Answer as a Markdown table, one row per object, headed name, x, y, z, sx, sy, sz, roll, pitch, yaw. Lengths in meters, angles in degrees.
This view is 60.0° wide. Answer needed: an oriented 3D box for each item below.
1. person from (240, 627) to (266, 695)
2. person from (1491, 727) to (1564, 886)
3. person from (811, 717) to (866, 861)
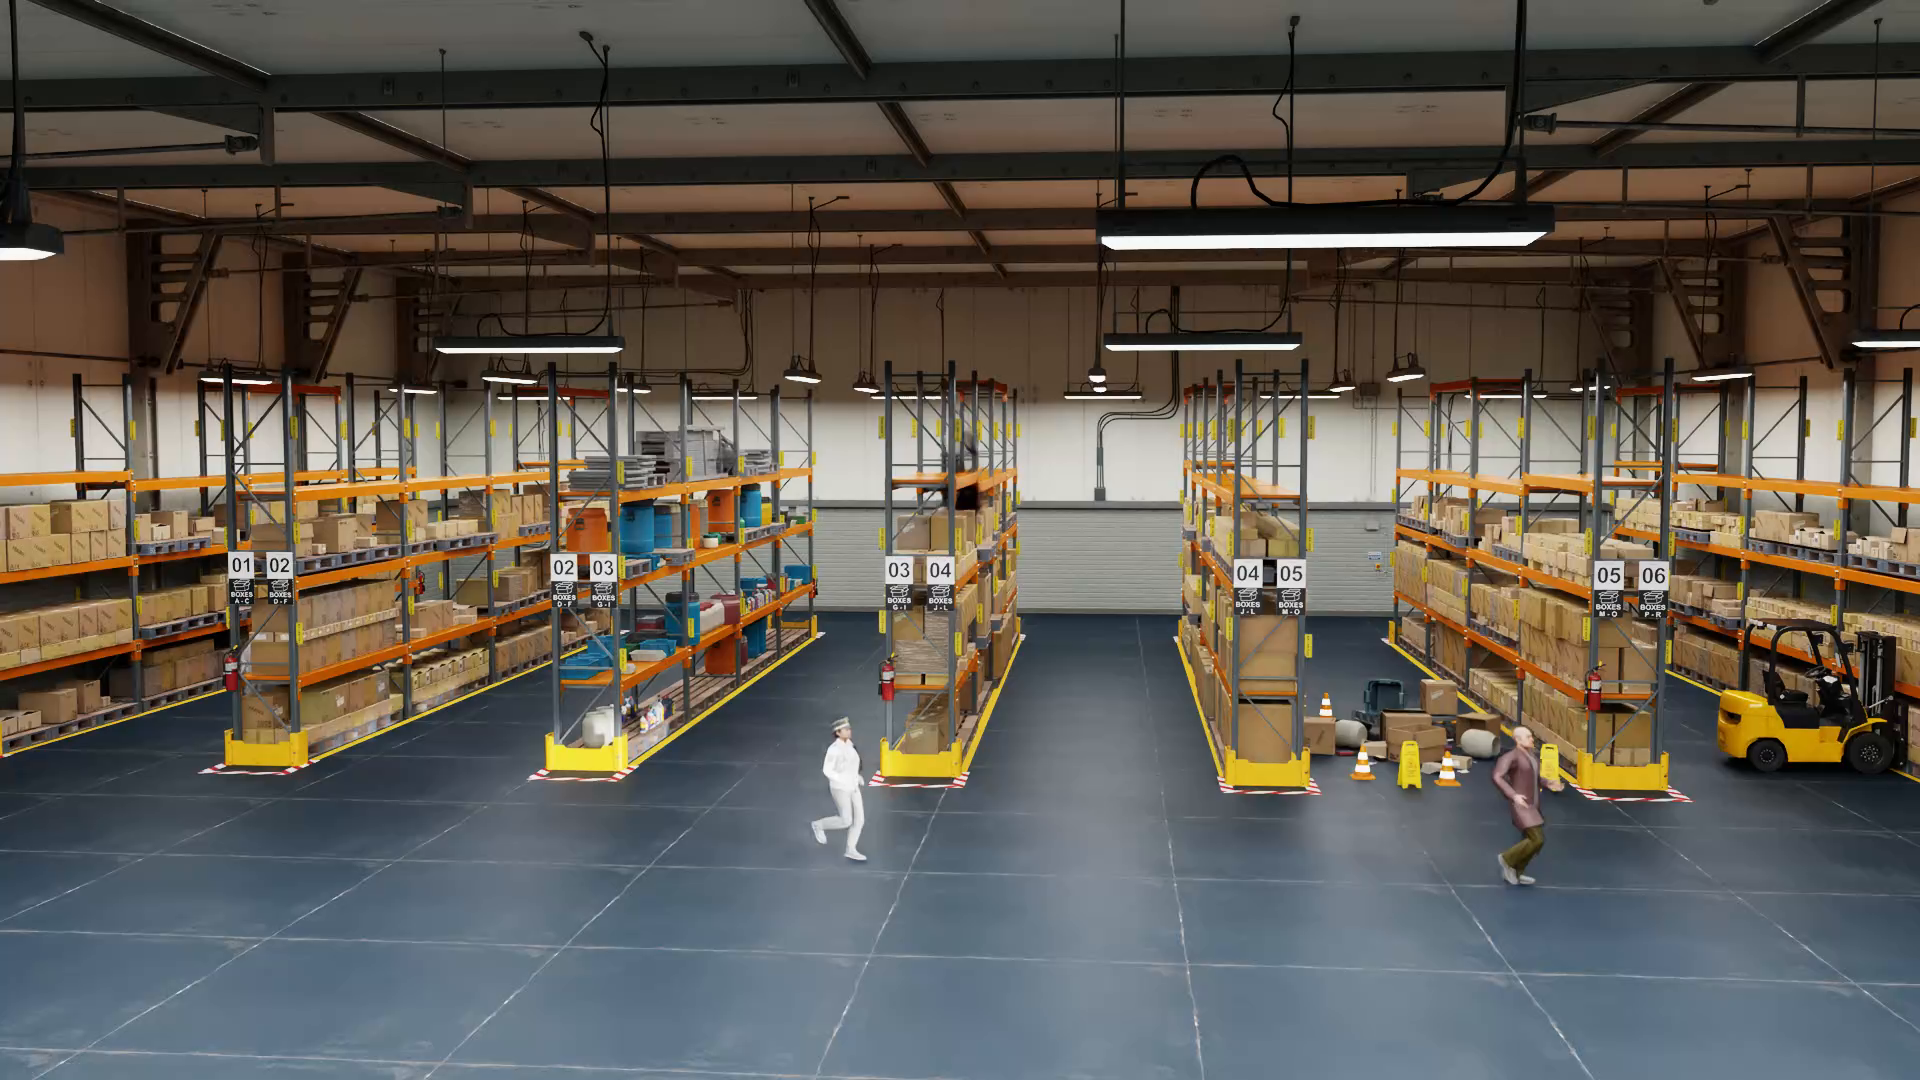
| name | x | y | z | sx | sy | sz | roll | pitch | yaw |
| --- | --- | --- | --- | --- | --- | --- | --- | --- | --- |
| person | -12.154 | 2.297 | 28.683 | 0.603 | 1.643 | 0.575 | 0 | 4 | -6 |
| person | 6.238 | 2.925 | 18.208 | 0.634 | 1.737 | 0.696 | 3 | 5 | 43 |
| person | -1.393 | 2.898 | 19.499 | 0.696 | 1.671 | 0.617 | 2 | 4 | 28 |
